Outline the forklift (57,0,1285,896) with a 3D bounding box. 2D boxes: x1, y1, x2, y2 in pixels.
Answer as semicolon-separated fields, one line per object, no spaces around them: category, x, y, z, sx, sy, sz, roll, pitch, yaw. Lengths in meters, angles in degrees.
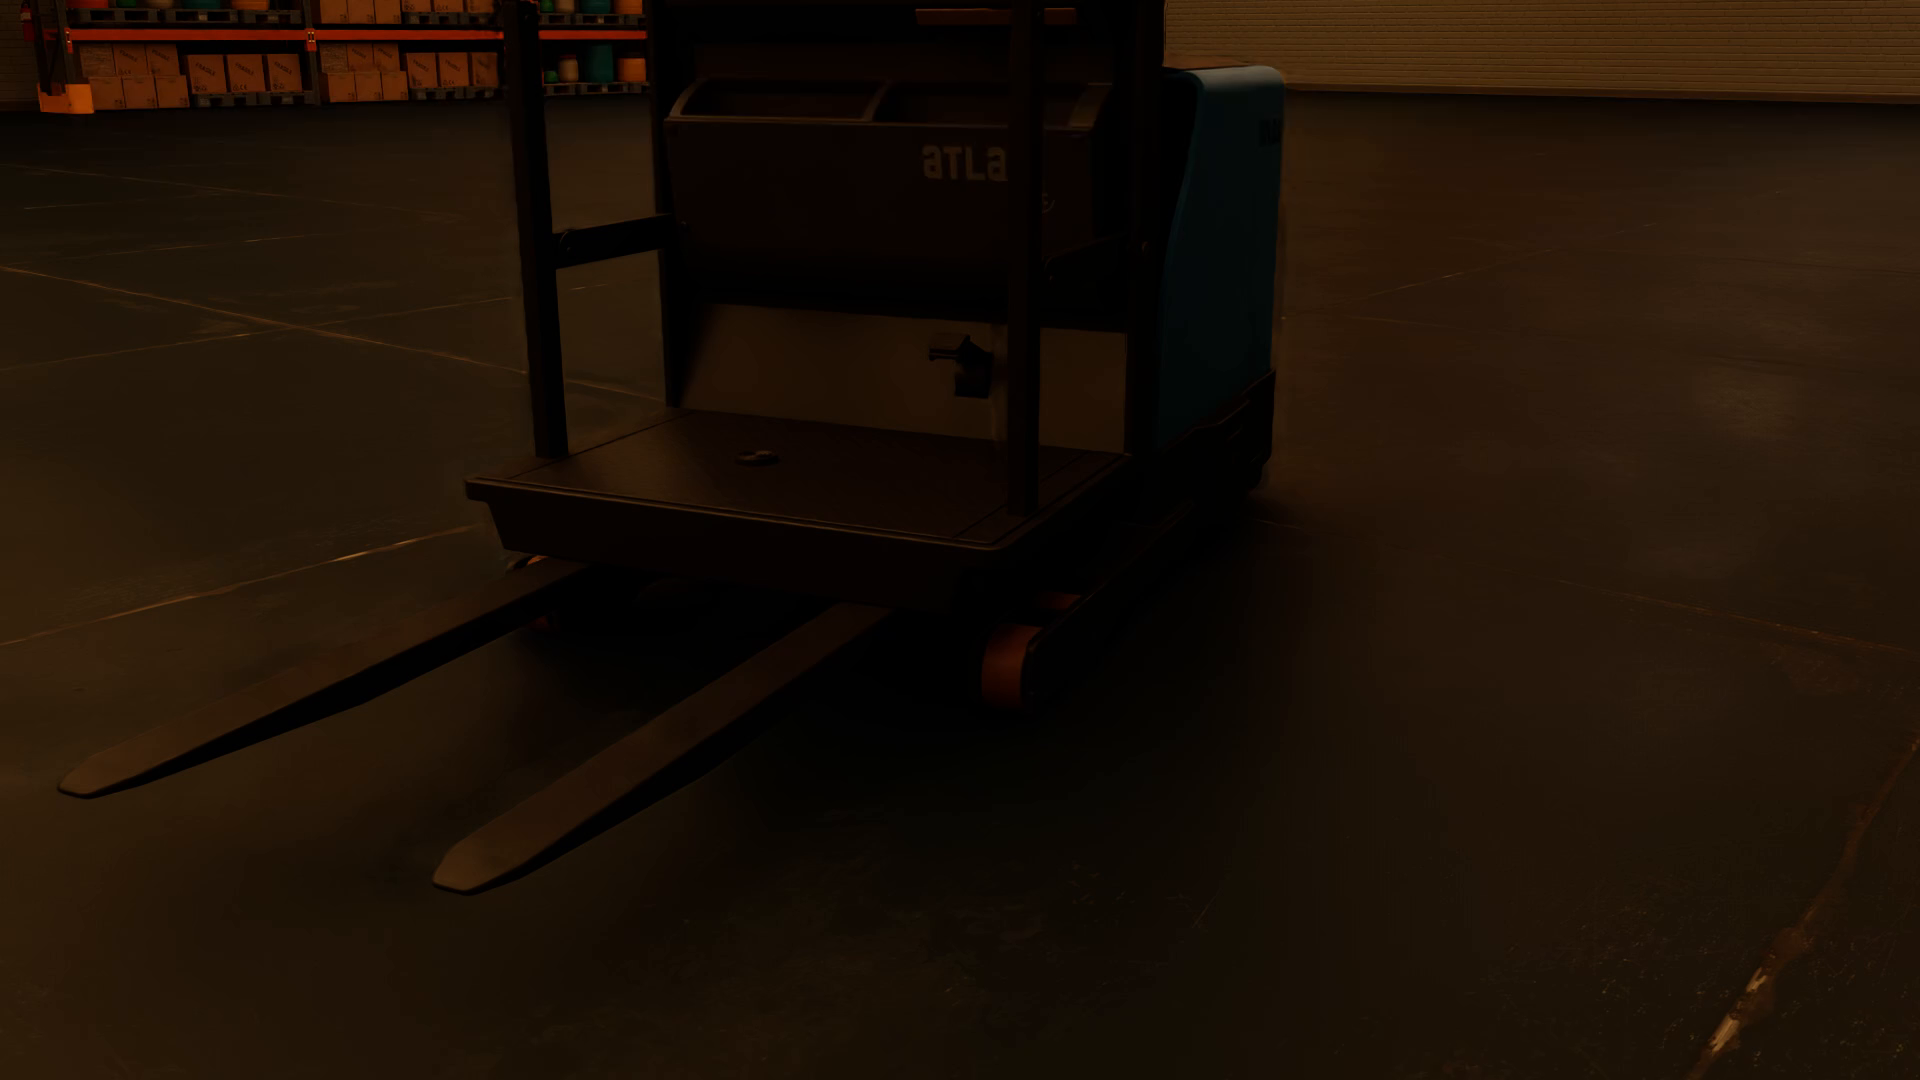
forklift;-0.238;-1.234;2.961;1.130;2.935;3.031;7;18;23
